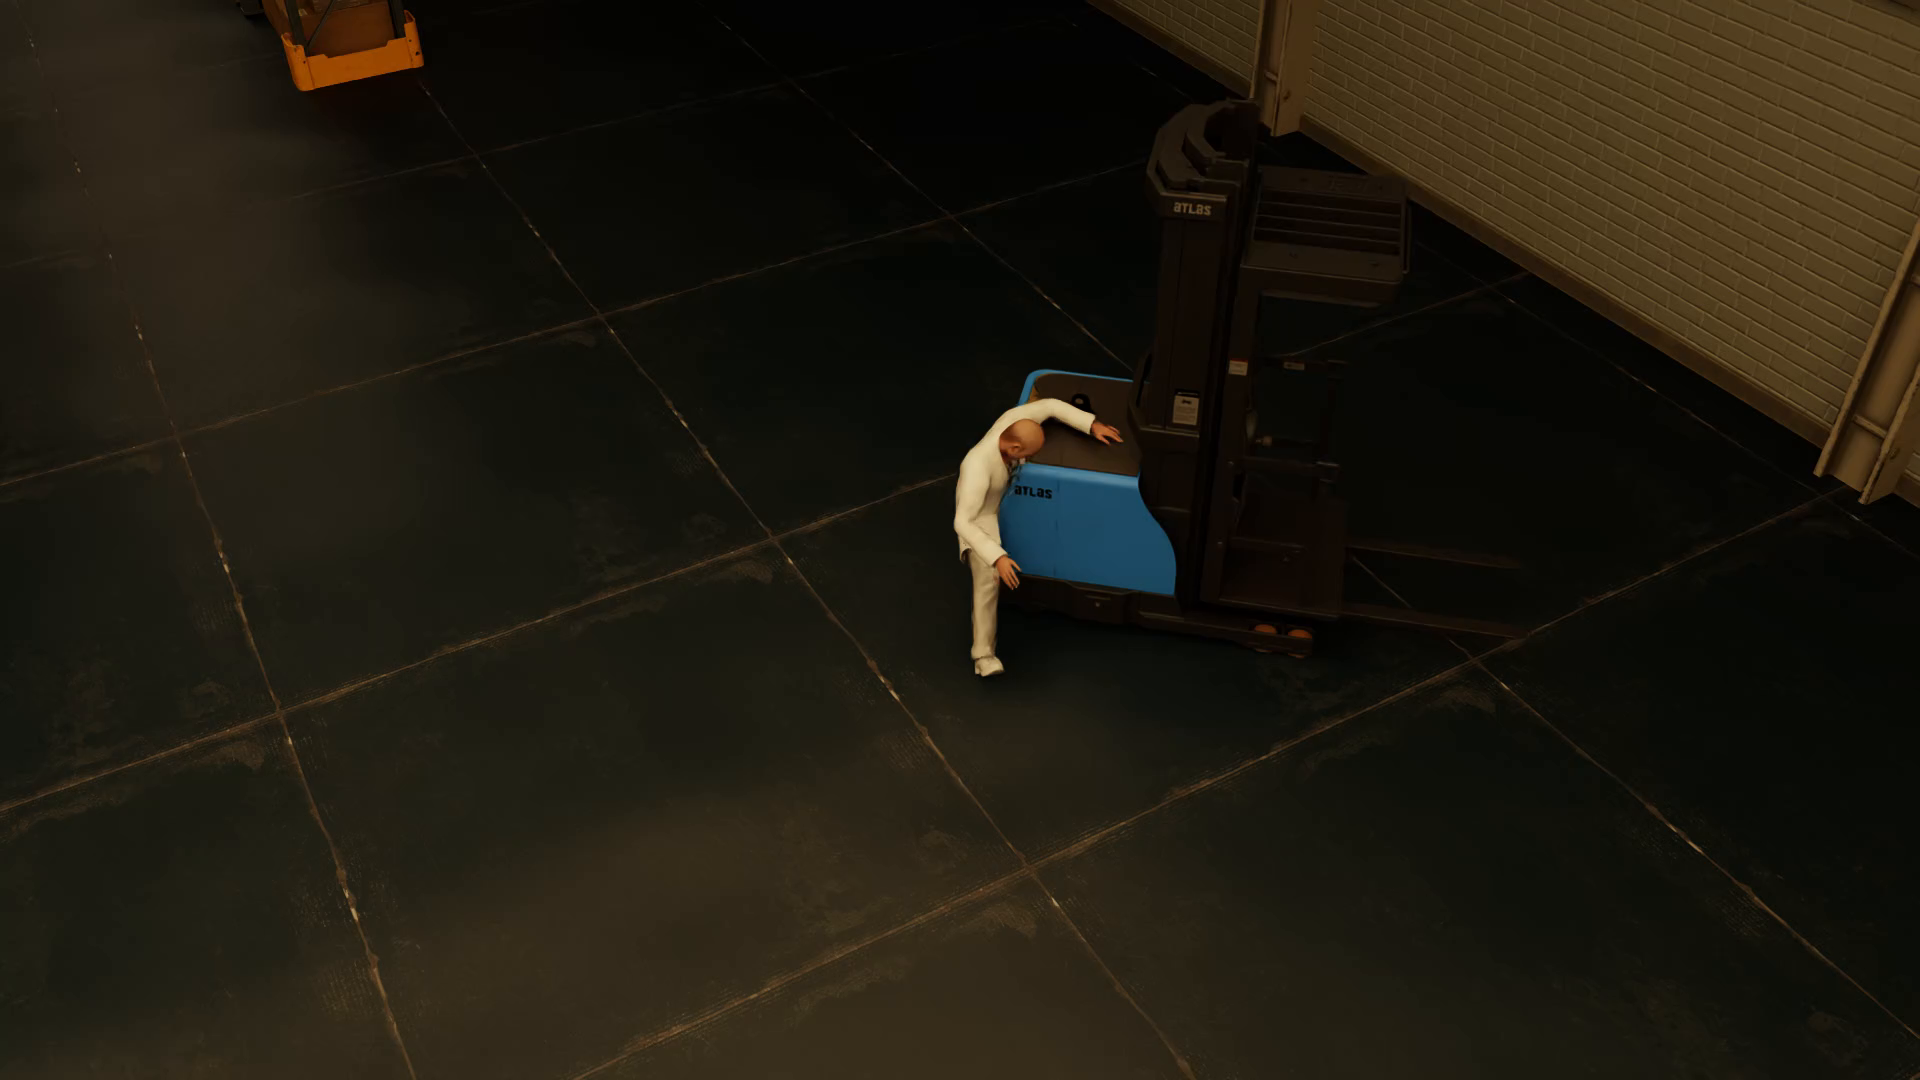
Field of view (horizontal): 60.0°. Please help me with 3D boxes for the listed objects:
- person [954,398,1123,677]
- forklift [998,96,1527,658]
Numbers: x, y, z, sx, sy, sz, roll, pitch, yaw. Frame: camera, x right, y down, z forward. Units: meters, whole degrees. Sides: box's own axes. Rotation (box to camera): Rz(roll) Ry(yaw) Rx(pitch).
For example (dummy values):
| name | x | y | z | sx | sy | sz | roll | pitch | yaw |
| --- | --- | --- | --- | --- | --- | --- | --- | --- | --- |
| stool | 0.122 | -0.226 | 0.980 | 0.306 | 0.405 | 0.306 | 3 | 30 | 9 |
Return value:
| name | x | y | z | sx | sy | sz | roll | pitch | yaw |
| --- | --- | --- | --- | --- | --- | --- | --- | --- | --- |
| person | 0.331 | -0.137 | 9.404 | 1.314 | 1.440 | 0.943 | -32 | 49 | -32 |
| forklift | 1.771 | -0.827 | 9.034 | 3.031 | 2.935 | 1.130 | 8 | 40 | 10 |
